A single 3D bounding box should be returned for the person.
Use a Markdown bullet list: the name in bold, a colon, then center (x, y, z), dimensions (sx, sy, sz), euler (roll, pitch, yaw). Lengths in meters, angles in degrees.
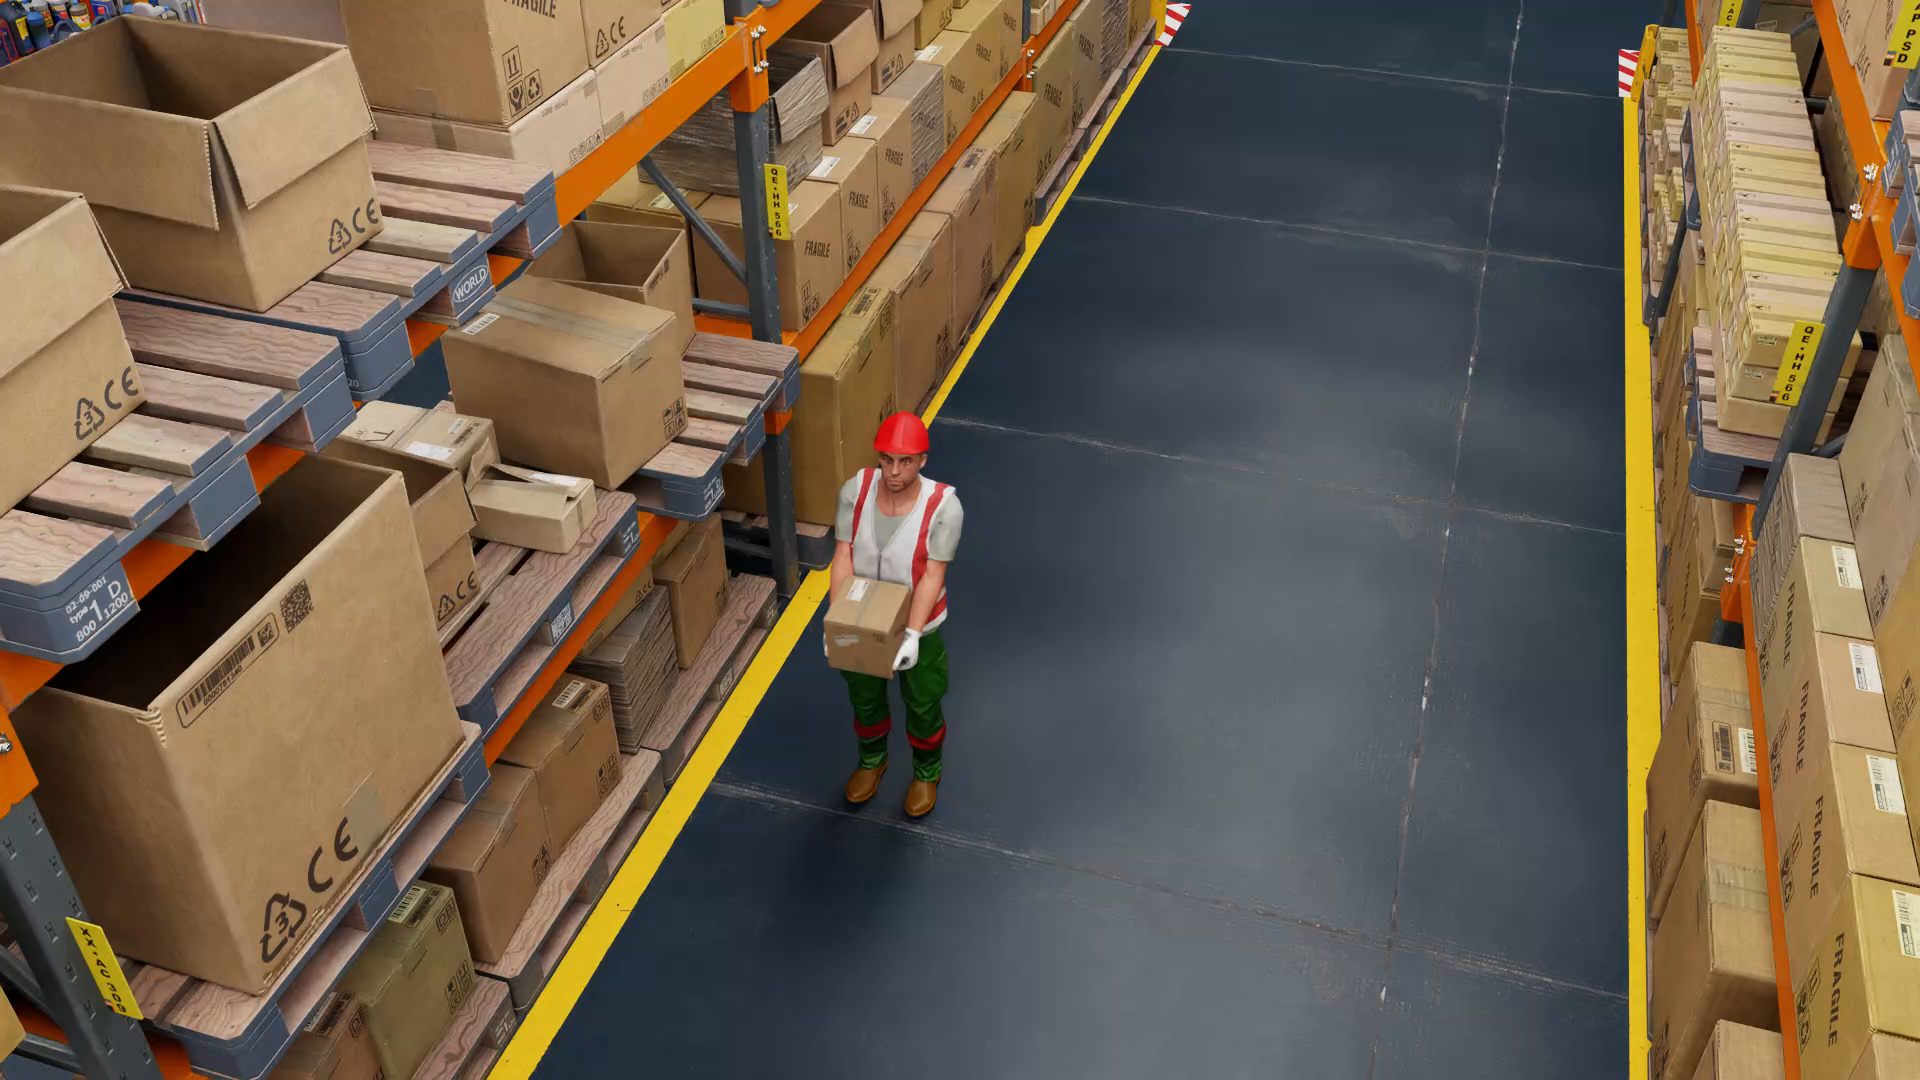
- **person**: center (-0.270, 0.361, 6.393), dimensions (0.494, 1.783, 0.572), euler (11, 38, 14)
